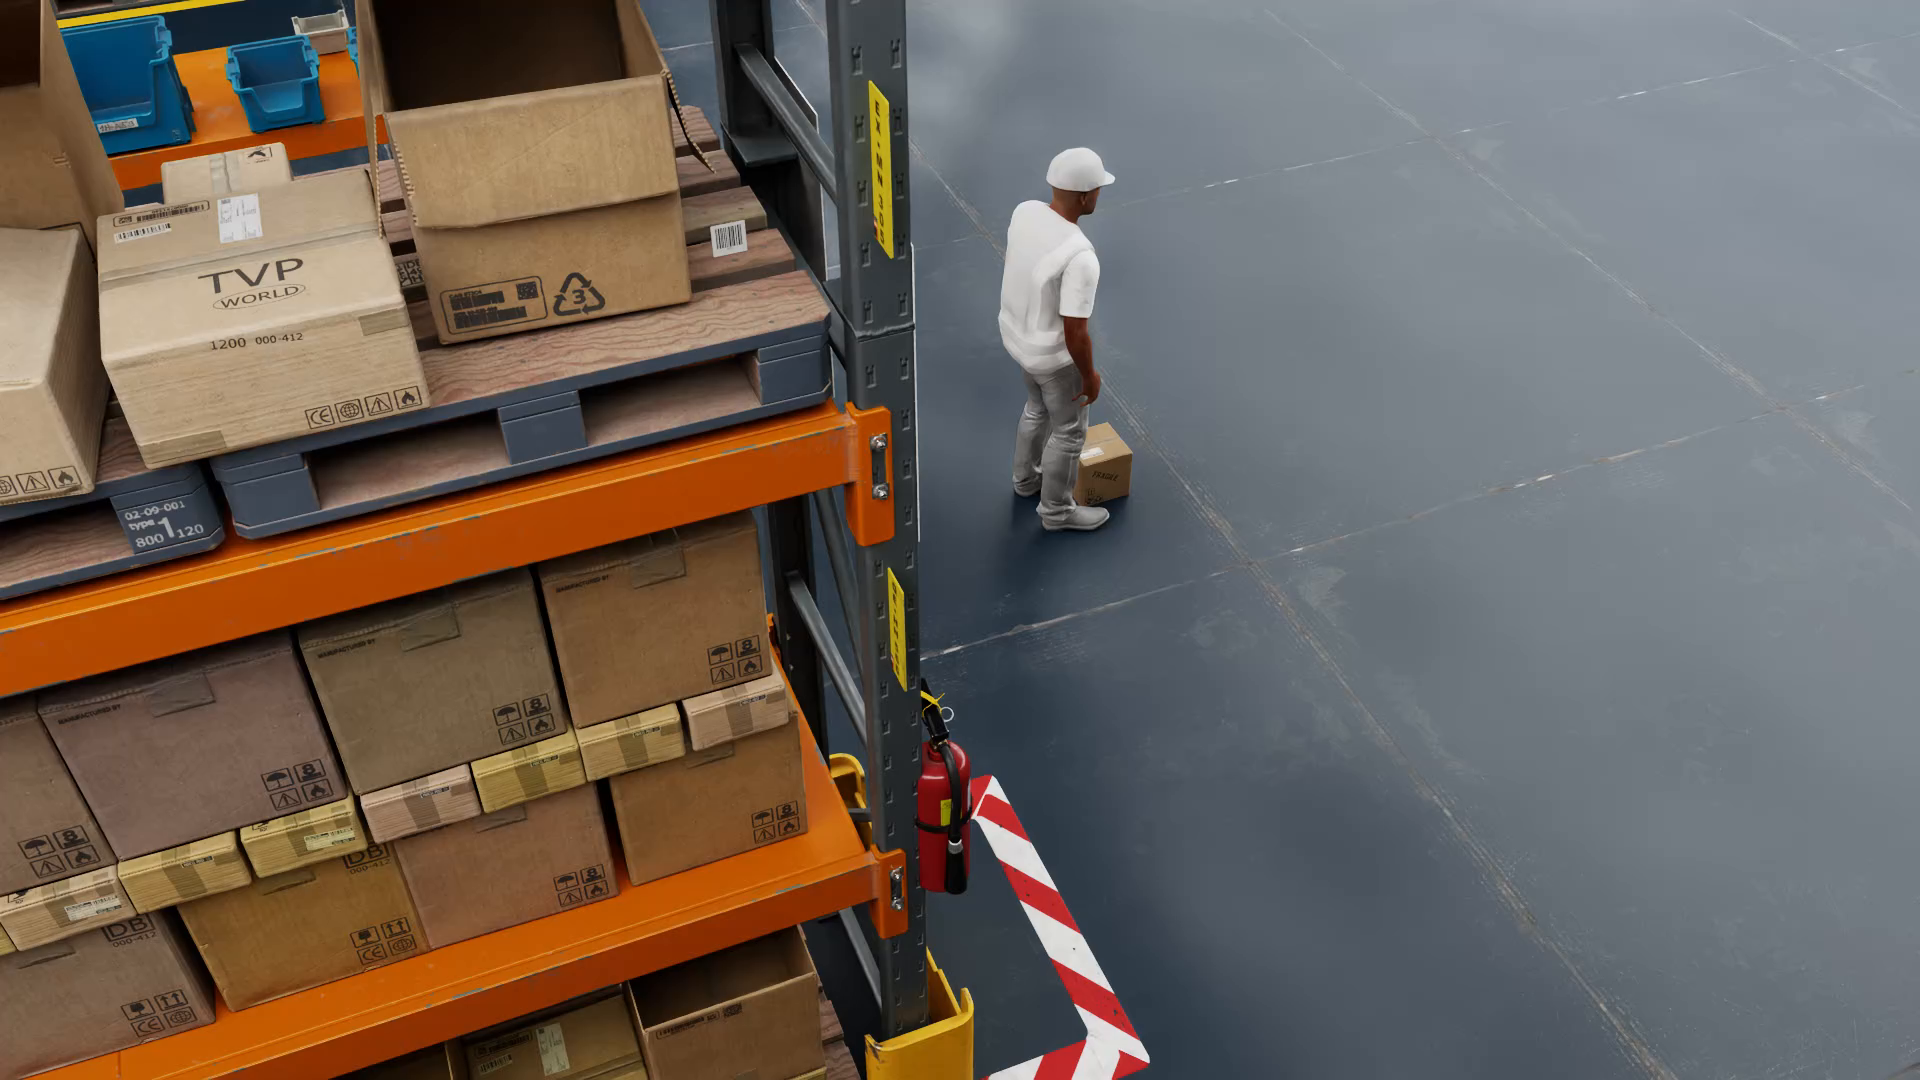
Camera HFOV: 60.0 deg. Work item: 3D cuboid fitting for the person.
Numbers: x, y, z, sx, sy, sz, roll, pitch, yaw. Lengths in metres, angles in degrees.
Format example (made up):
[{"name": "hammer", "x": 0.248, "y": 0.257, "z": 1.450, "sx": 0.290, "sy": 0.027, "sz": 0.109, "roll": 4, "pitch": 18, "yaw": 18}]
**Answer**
[{"name": "person", "x": 0.415, "y": -0.848, "z": 7.105, "sx": 0.463, "sy": 1.759, "sz": 0.626, "roll": -17, "pitch": 44, "yaw": -18}]
